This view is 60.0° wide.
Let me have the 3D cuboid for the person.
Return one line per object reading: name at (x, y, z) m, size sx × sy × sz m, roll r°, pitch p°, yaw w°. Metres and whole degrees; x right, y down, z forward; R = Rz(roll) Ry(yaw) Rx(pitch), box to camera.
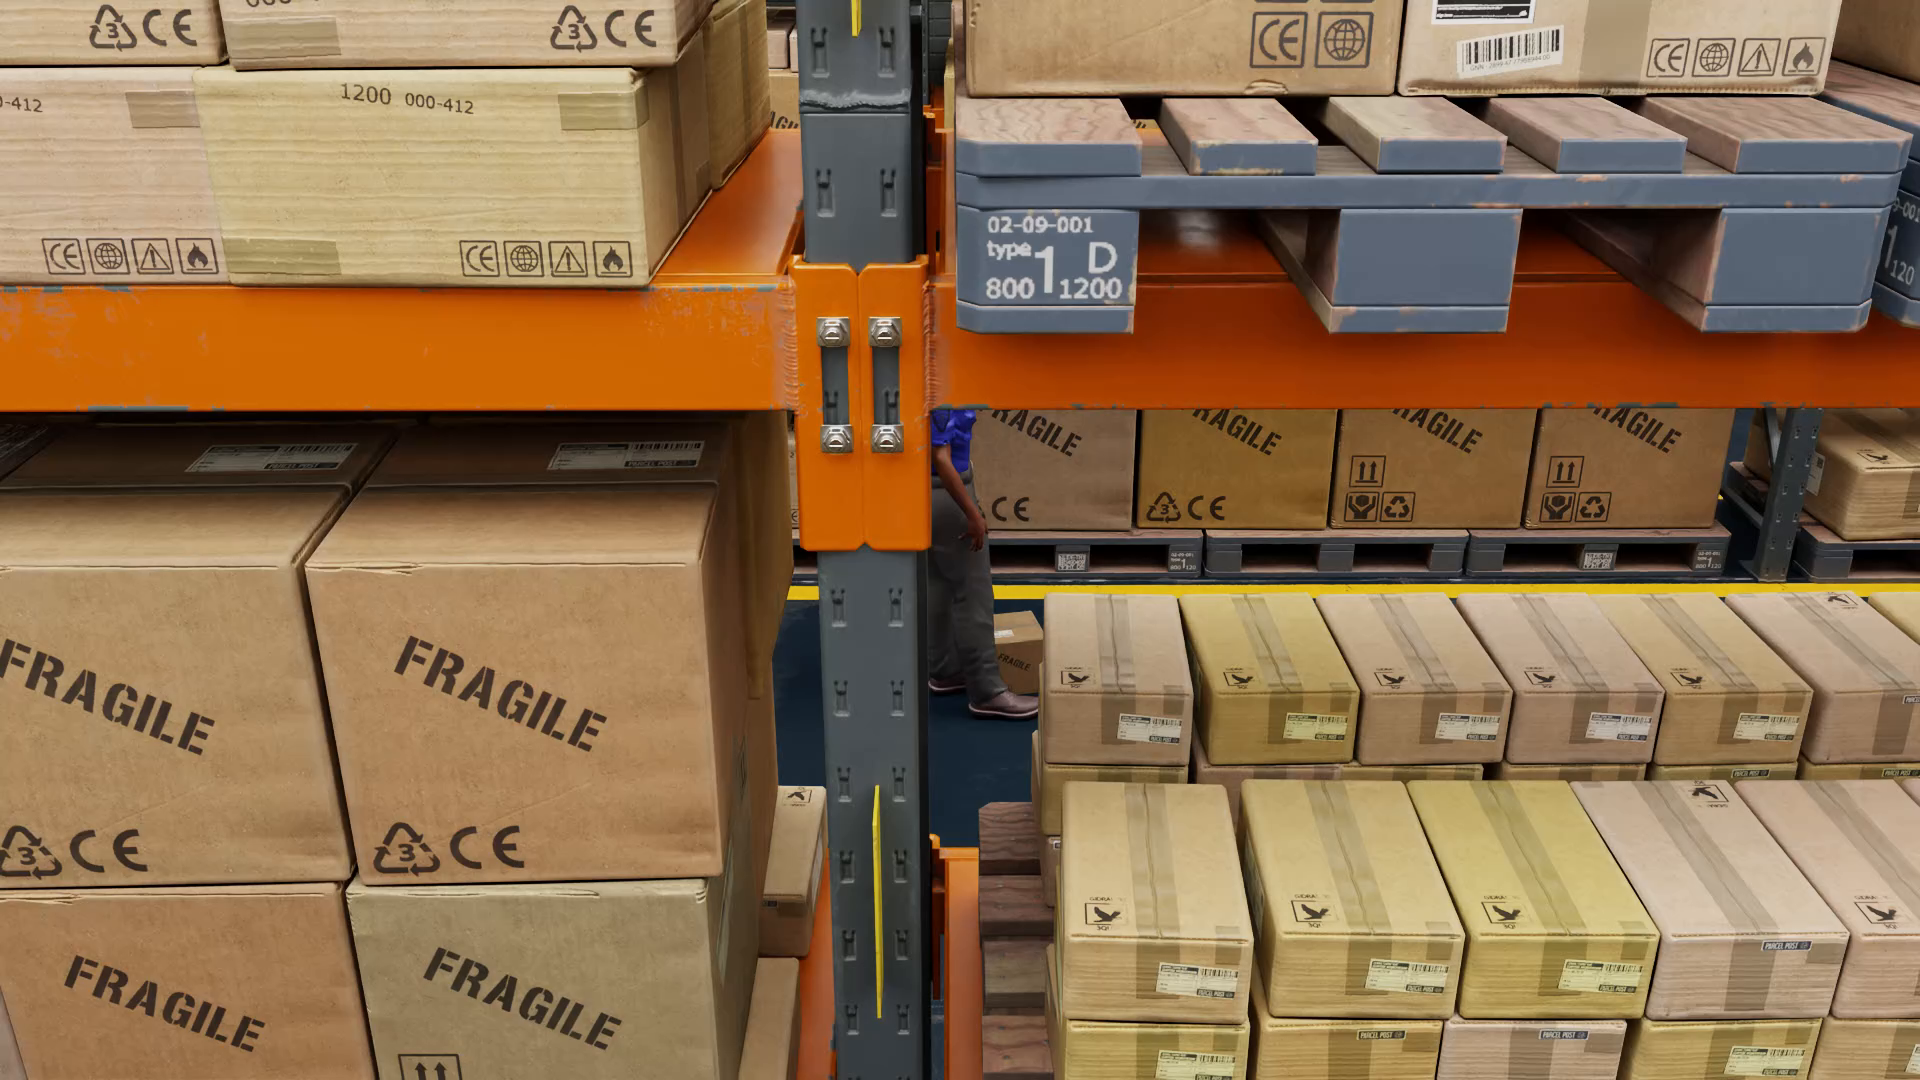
person at (0.028, -0.144, 6.407) m, size 0.503 × 1.656 × 0.569 m, roll -6°, pitch 25°, yaw -13°
